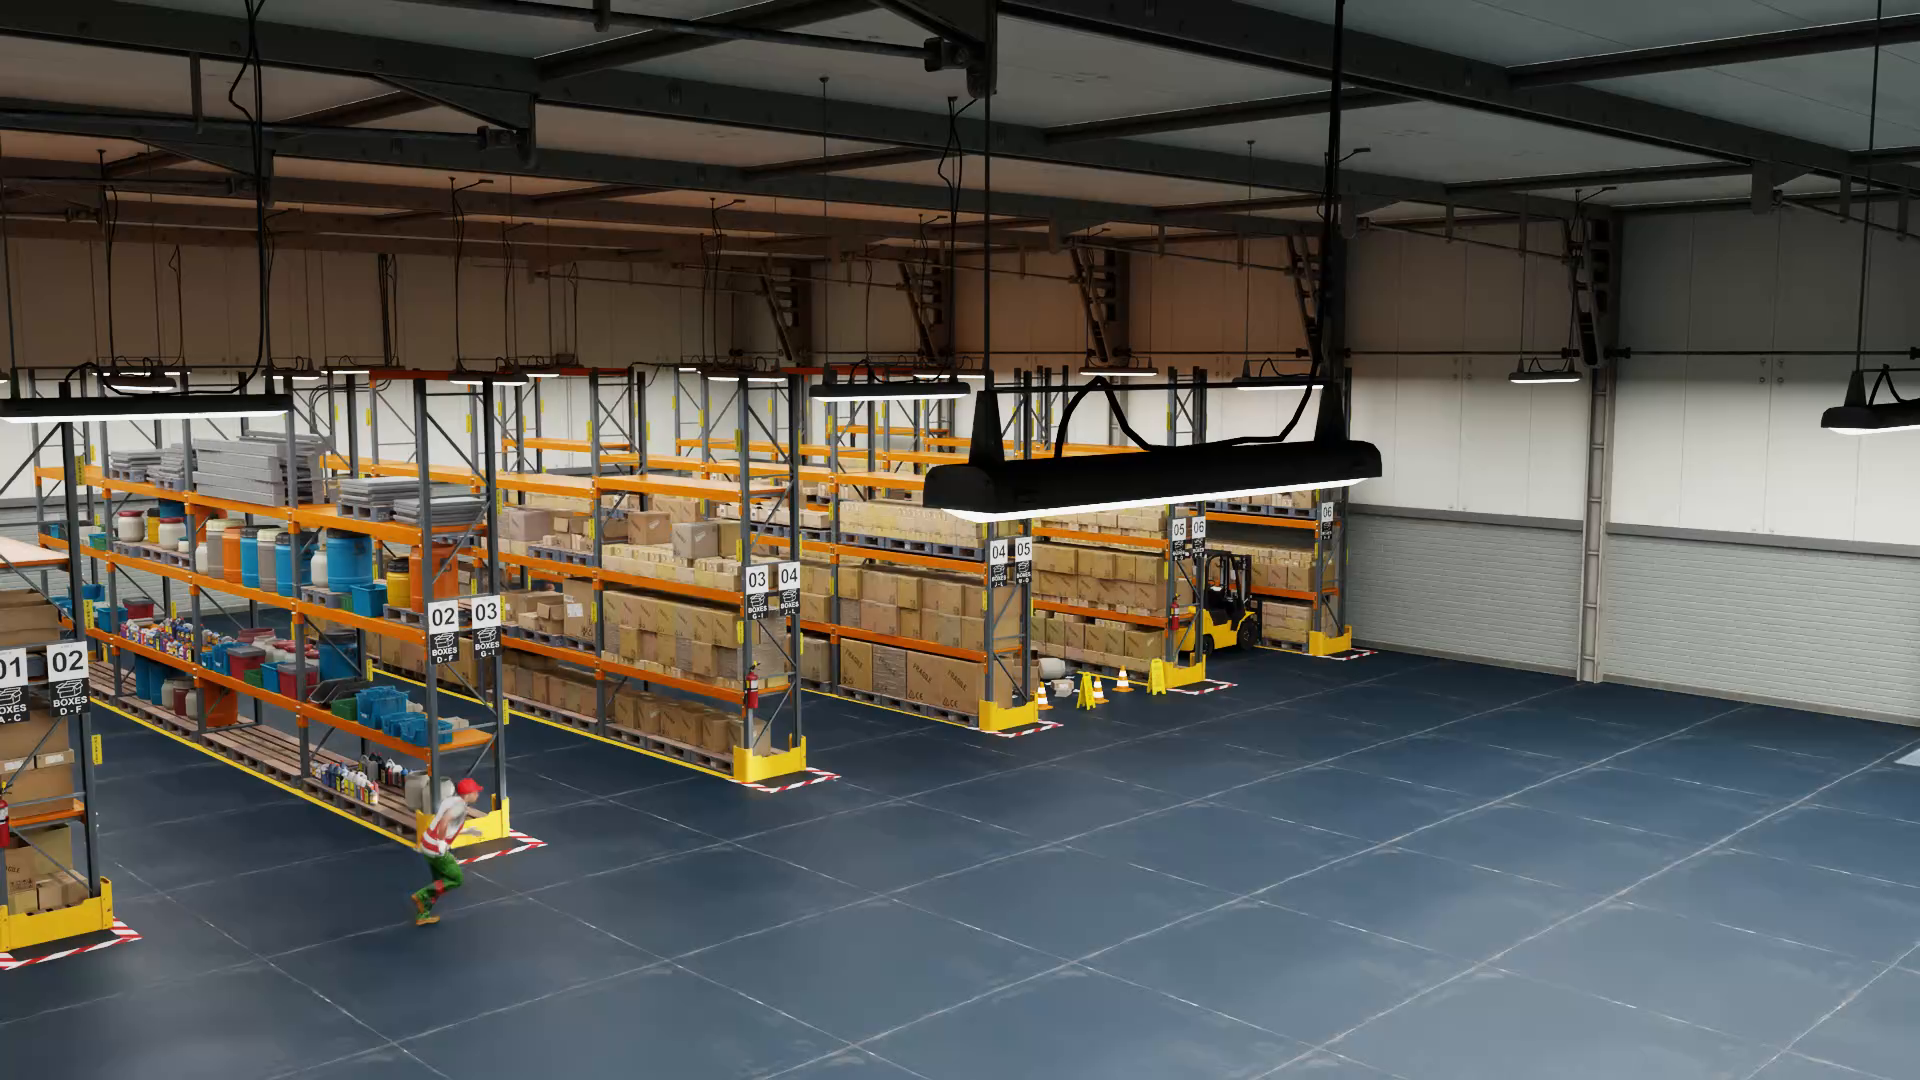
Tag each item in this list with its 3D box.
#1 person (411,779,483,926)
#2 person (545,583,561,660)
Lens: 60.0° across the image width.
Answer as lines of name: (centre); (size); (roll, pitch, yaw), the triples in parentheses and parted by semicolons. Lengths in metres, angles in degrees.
person: (-5.679, 3.468, 18.446); (0.819, 1.591, 0.702); (-3, 7, -26)
person: (-8.561, 1.665, 34.456); (0.847, 1.590, 0.519); (5, 8, 38)
